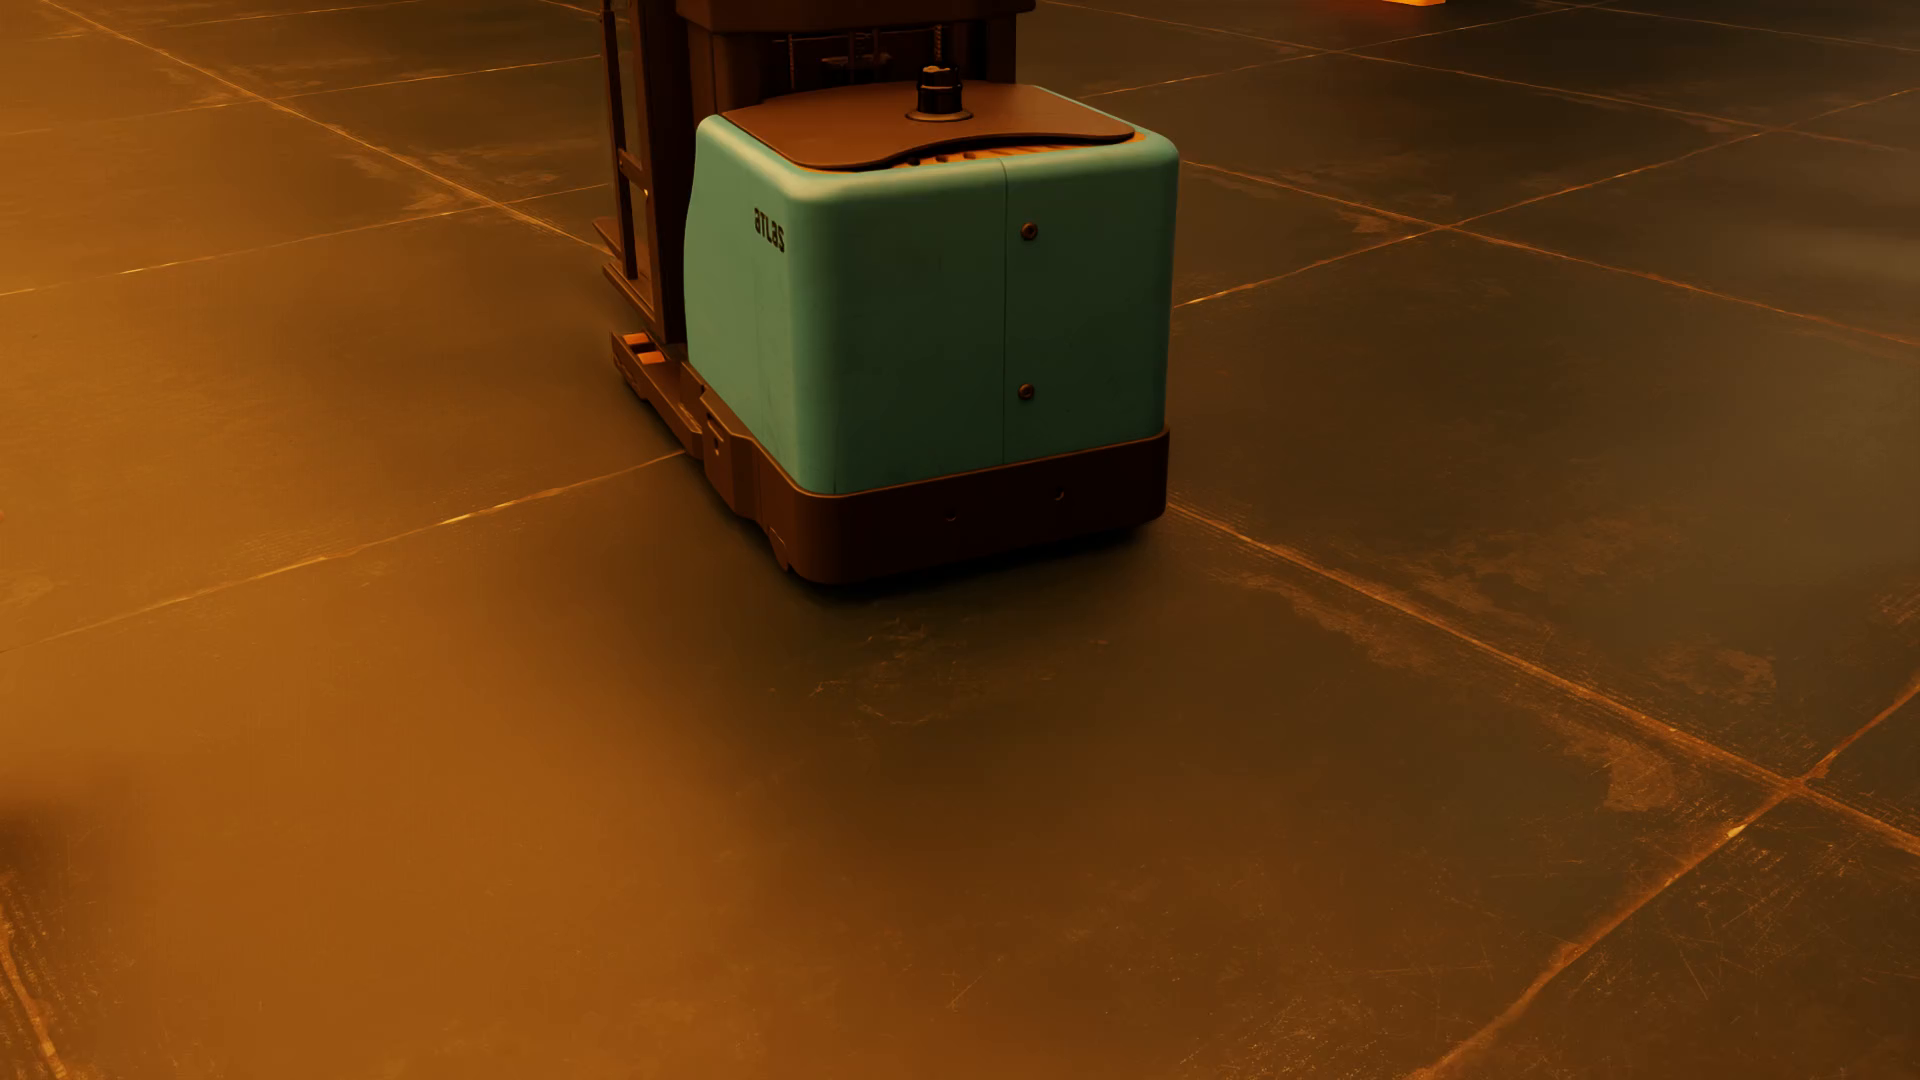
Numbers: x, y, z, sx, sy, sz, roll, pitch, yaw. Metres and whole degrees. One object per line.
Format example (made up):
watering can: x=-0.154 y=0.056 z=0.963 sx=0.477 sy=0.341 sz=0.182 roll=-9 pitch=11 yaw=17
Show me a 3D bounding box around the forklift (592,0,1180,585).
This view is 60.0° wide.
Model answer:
forklift: x=-0.513 y=-1.831 z=4.893 sx=1.130 sy=2.935 sz=3.031 roll=-11 pitch=29 yaw=-22
